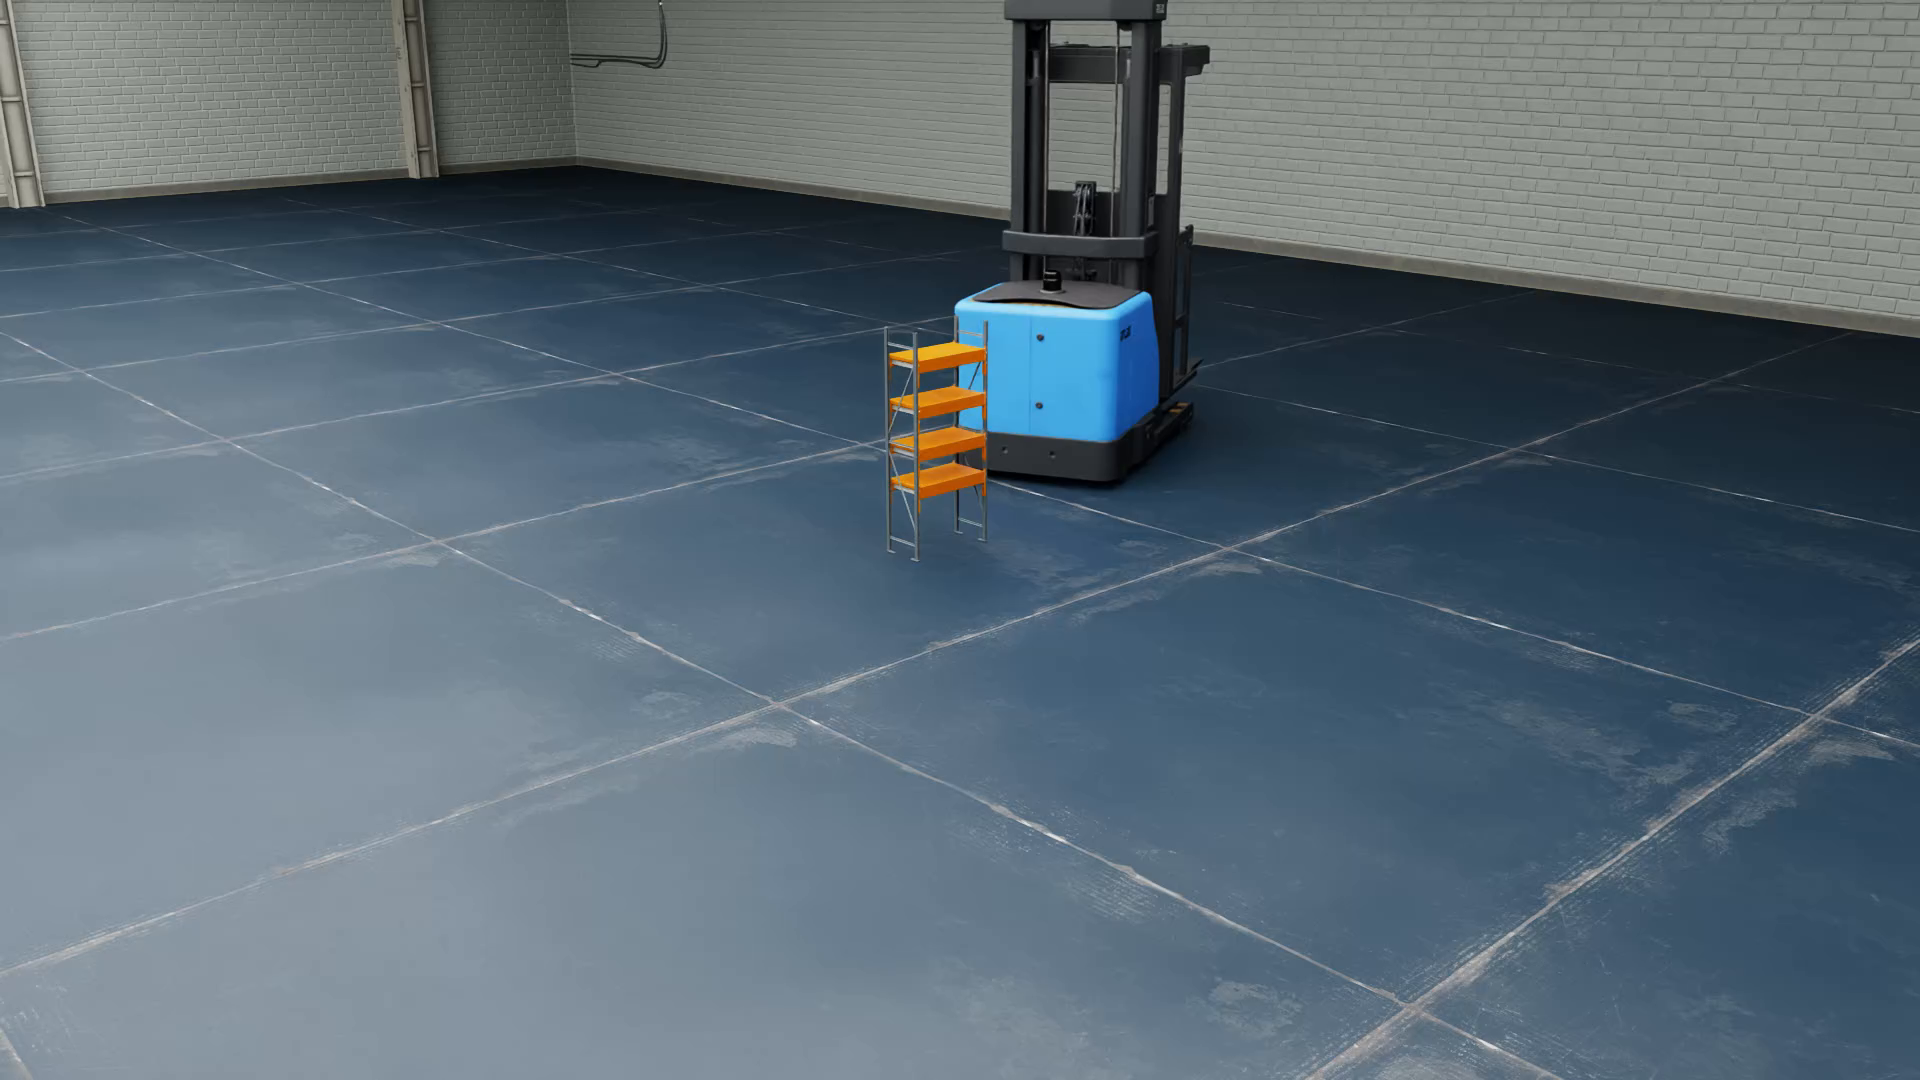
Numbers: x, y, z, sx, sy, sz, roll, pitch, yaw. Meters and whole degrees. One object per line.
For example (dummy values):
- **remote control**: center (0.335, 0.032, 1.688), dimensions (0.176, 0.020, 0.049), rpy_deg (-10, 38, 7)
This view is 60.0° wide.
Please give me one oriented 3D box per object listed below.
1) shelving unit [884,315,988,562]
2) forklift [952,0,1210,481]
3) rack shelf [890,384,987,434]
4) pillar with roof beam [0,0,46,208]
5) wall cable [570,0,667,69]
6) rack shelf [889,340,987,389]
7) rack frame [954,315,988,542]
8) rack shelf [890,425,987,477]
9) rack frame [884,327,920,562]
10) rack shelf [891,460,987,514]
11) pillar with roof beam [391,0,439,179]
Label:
- **shelving unit**: center (-0.120, -0.536, 8.691), dimensions (0.503, 1.200, 0.258), rpy_deg (-16, 24, -41)
- **forklift**: center (0.959, -2.155, 10.880), dimensions (1.130, 2.935, 3.031), rpy_deg (7, 19, 20)
- **rack shelf**: center (-0.120, -0.684, 8.643), dimensions (0.480, 0.148, 0.258), rpy_deg (-16, 24, -41)
- **pillar with roof beam**: center (-10.267, -8.048, 19.217), dimensions (0.400, 9.000, 9.100), rpy_deg (-16, 24, -41)
- **wall cable**: center (-5.816, -9.135, 27.604), dimensions (0.112, 2.526, 3.097), rpy_deg (-16, 24, -41)
- **rack shelf**: center (-0.120, -0.909, 8.570), dimensions (0.480, 0.148, 0.258), rpy_deg (-16, 24, -41)
- **rack frame**: center (0.057, -0.587, 8.851), dimensions (0.015, 1.200, 0.240), rpy_deg (-16, 24, -41)
- **rack shelf**: center (-0.120, -0.472, 8.712), dimensions (0.480, 0.148, 0.258), rpy_deg (-16, 24, -41)
- **rack frame**: center (-0.298, -0.484, 8.532), dimensions (0.015, 1.200, 0.240), rpy_deg (-16, 24, -41)
- **rack shelf**: center (-0.120, -0.283, 8.773), dimensions (0.480, 0.148, 0.258), rpy_deg (-16, 24, -41)
- **pillar with roof beam**: center (-5.907, -9.320, 23.139), dimensions (0.400, 9.000, 9.100), rpy_deg (-16, 24, -41)
